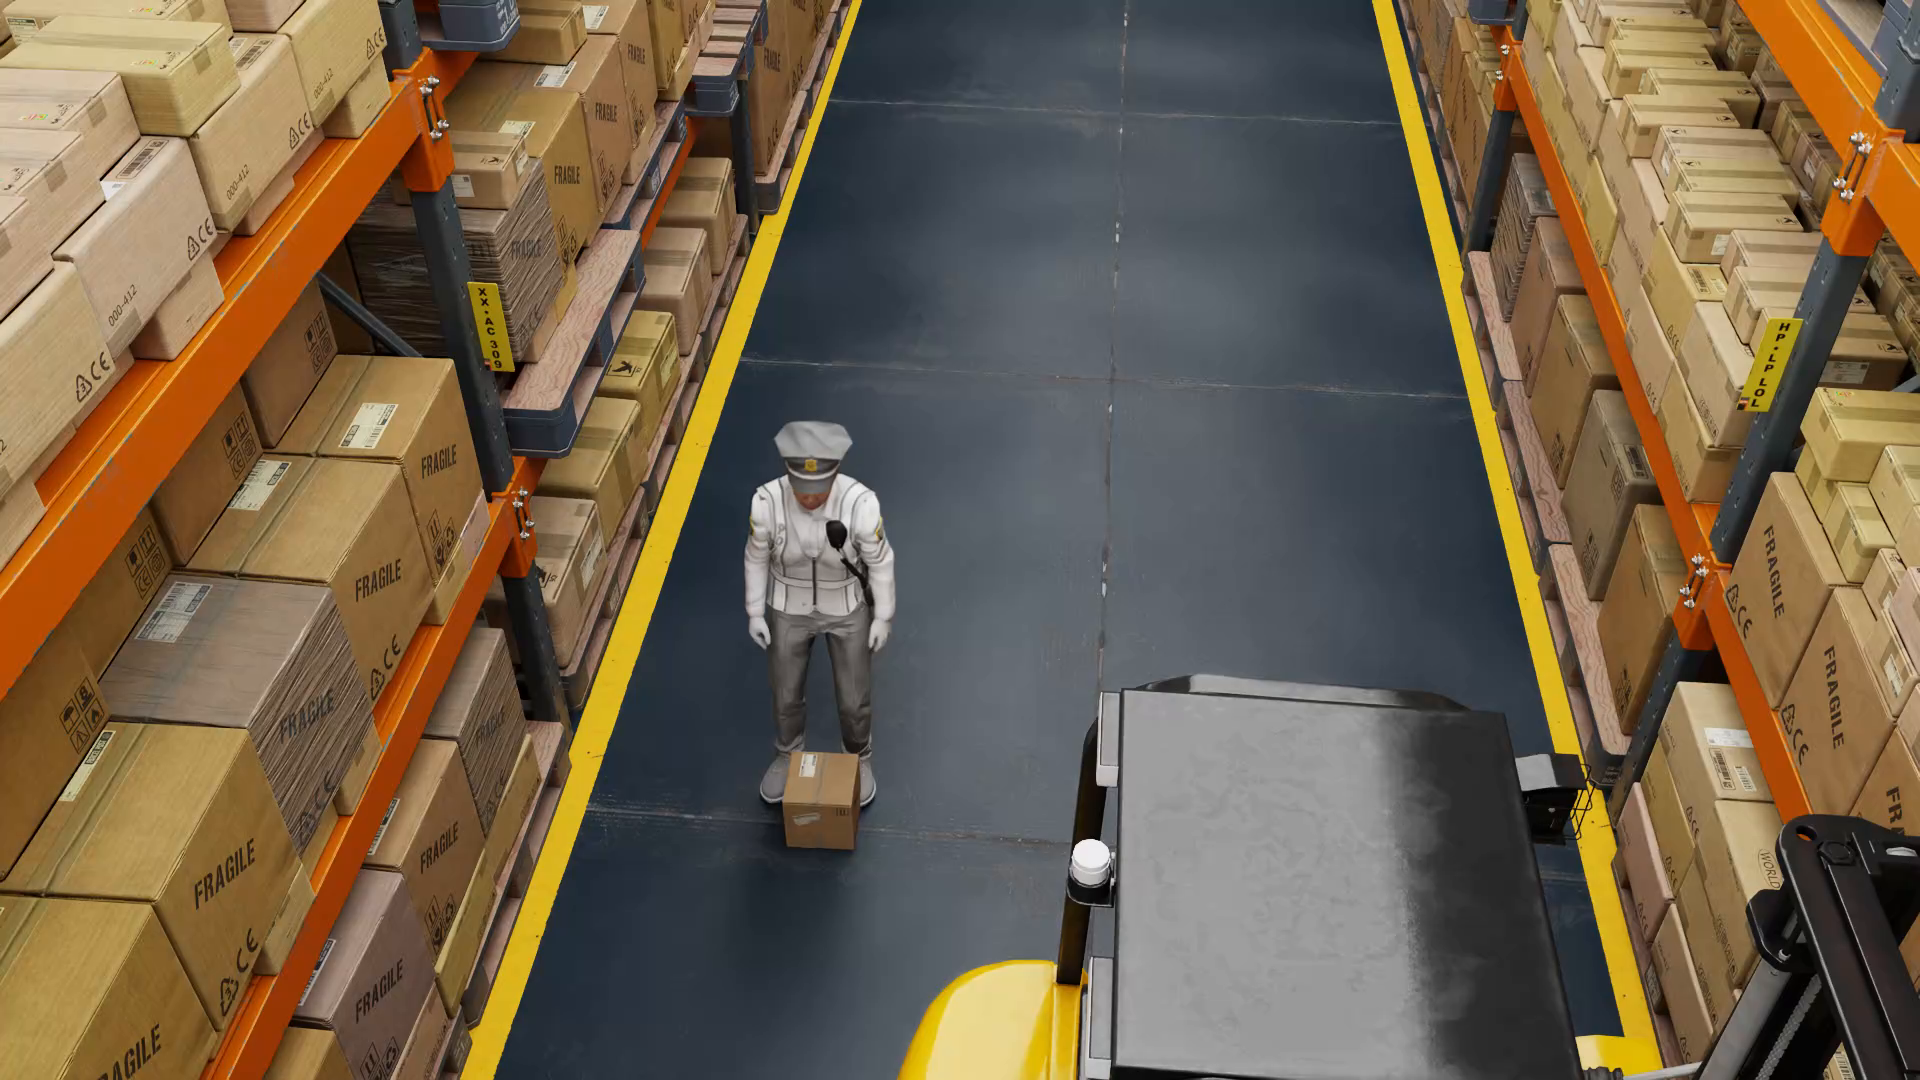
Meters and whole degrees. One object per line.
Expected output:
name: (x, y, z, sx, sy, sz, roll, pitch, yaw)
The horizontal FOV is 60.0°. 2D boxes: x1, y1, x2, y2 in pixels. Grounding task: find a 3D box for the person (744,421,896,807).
person: (-0.490, 0.263, 5.844, 0.529, 1.662, 0.375, 2, 40, 2)
